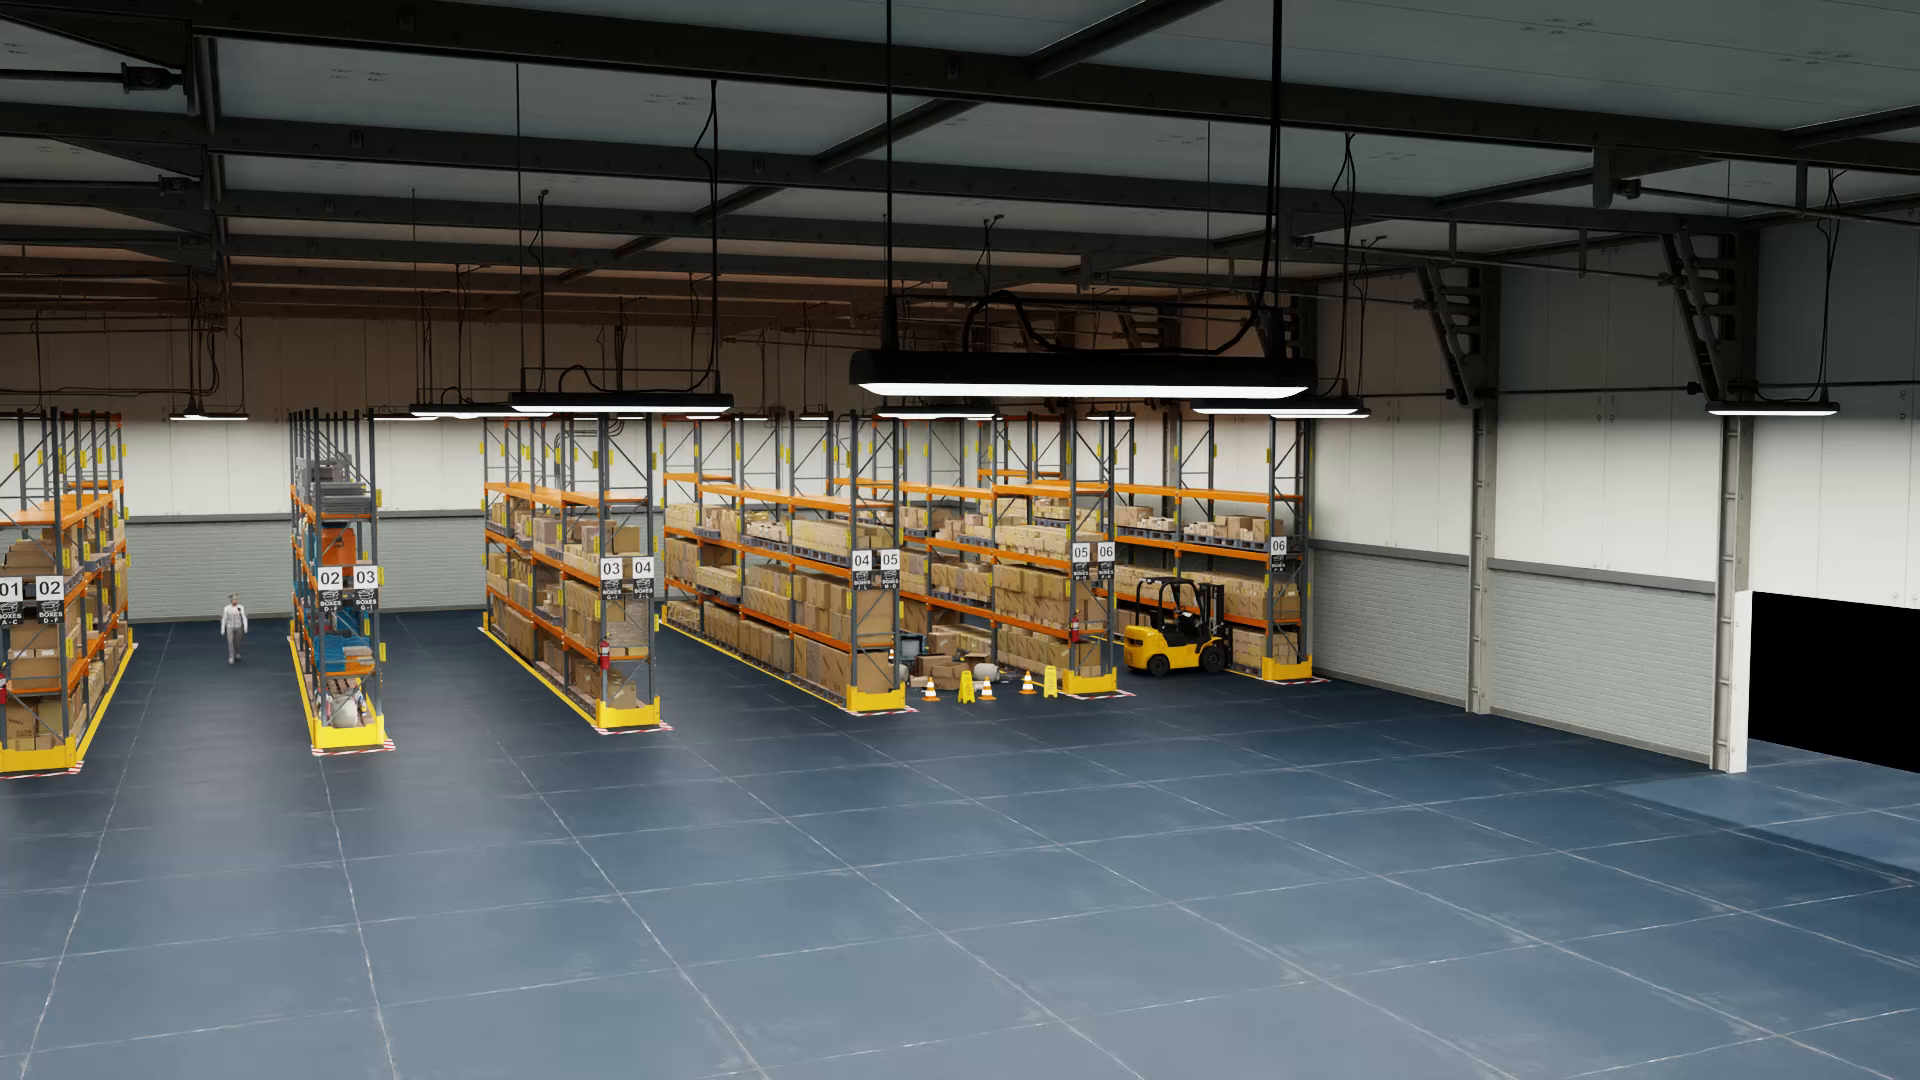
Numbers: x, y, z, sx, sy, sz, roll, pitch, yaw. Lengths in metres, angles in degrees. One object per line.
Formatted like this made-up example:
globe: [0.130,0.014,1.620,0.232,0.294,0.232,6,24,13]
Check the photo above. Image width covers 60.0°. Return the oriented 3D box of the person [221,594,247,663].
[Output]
person: [-17.426,2.096,39.914,0.588,1.612,1.042,-2,4,-22]
